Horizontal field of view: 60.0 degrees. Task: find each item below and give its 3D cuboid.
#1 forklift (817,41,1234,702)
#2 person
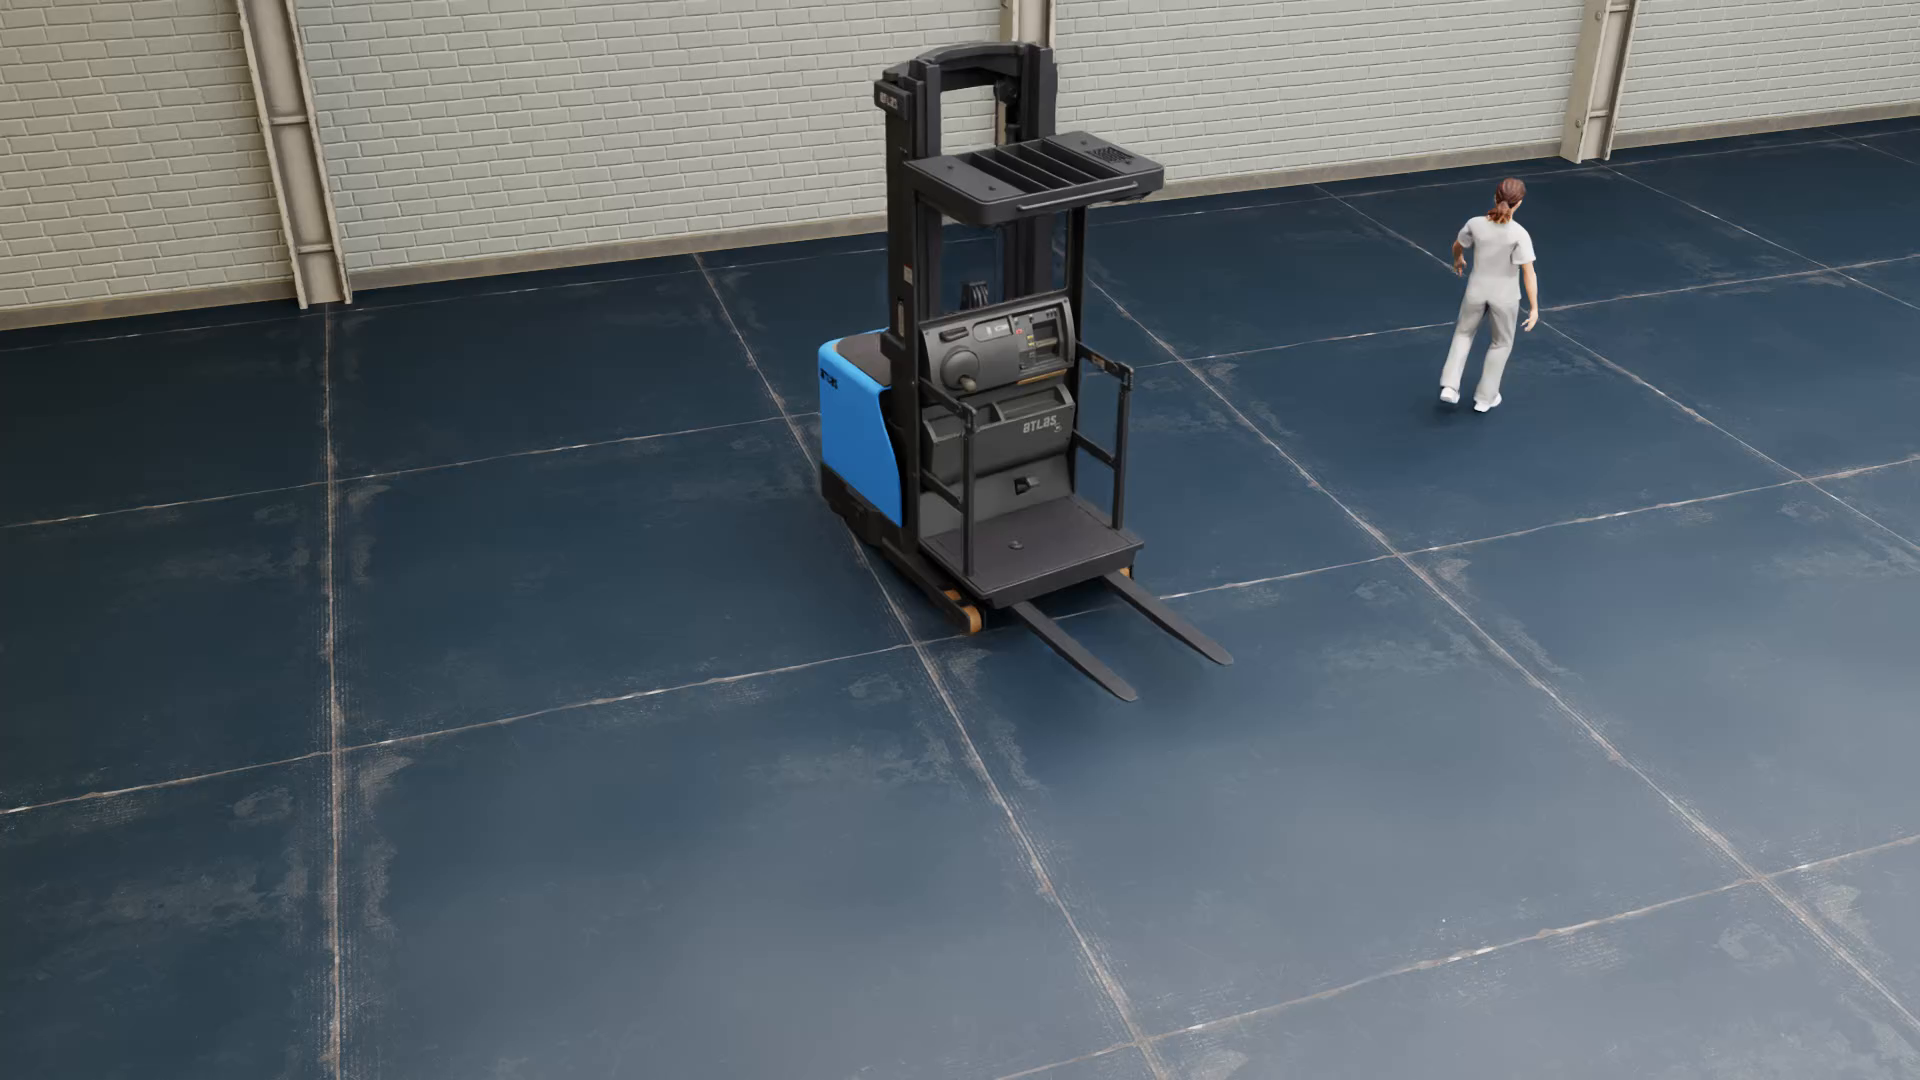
[{"bbox_3d":[0.329,-1.012,8.846,1.130,2.935,3.031,-17,34,-27],"label":"forklift"},{"bbox_3d":[3.571,-1.624,11.192,0.718,1.660,0.620,19,35,30],"label":"person"}]
